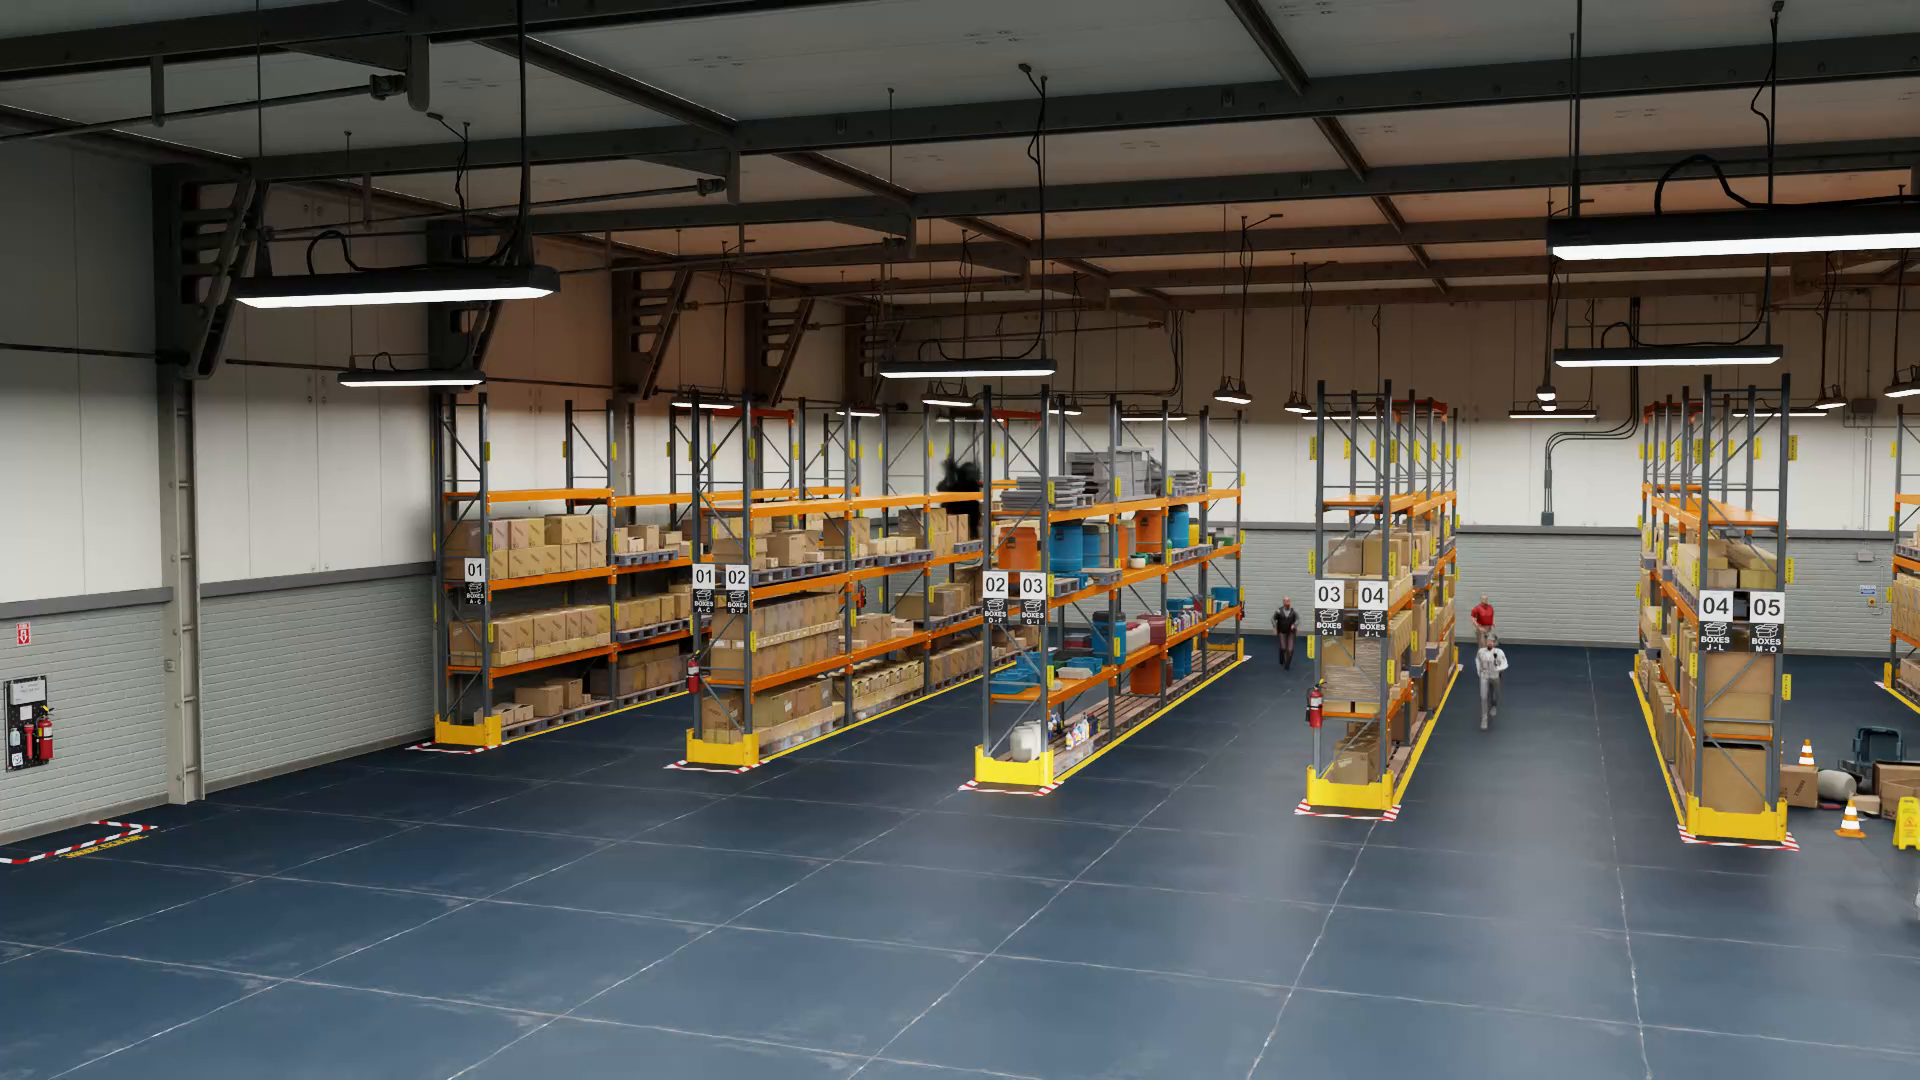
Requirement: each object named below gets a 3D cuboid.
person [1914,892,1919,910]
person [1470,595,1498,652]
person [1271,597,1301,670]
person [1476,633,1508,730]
[{"bbox_3d":[10.325,3.227,17.145,0.691,1.793,0.970,-1,3,-25],"label":"person"},{"bbox_3d":[12.188,2.114,38.529,0.691,1.694,0.508,-1,3,-23],"label":"person"},{"bbox_3d":[7.472,2.142,38.072,0.657,1.682,0.569,0,3,5],"label":"person"},{"bbox_3d":[9.700,2.550,30.354,0.581,1.715,1.064,1,3,20],"label":"person"}]
